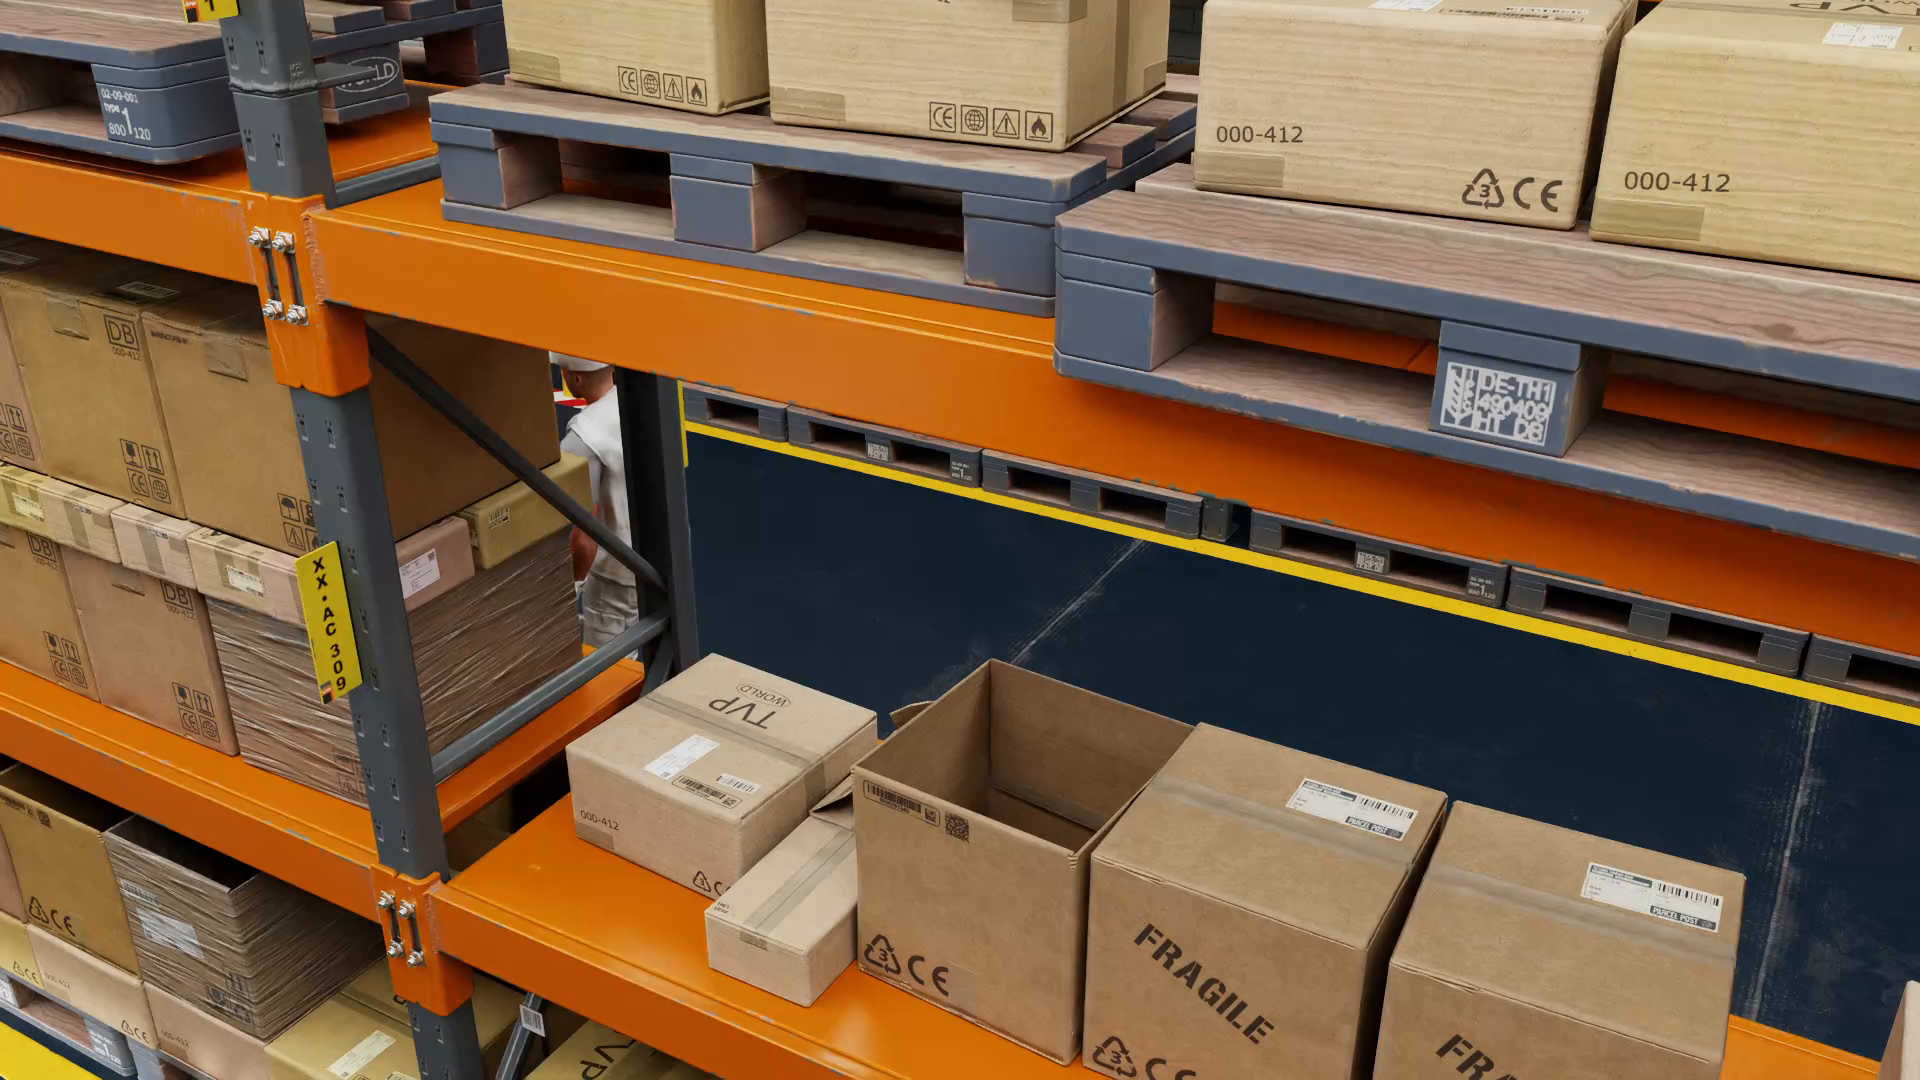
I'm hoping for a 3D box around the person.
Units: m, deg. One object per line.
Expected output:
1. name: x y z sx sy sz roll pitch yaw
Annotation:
1. person: -1.205 0.067 5.961 0.454 1.779 0.609 14 29 26
